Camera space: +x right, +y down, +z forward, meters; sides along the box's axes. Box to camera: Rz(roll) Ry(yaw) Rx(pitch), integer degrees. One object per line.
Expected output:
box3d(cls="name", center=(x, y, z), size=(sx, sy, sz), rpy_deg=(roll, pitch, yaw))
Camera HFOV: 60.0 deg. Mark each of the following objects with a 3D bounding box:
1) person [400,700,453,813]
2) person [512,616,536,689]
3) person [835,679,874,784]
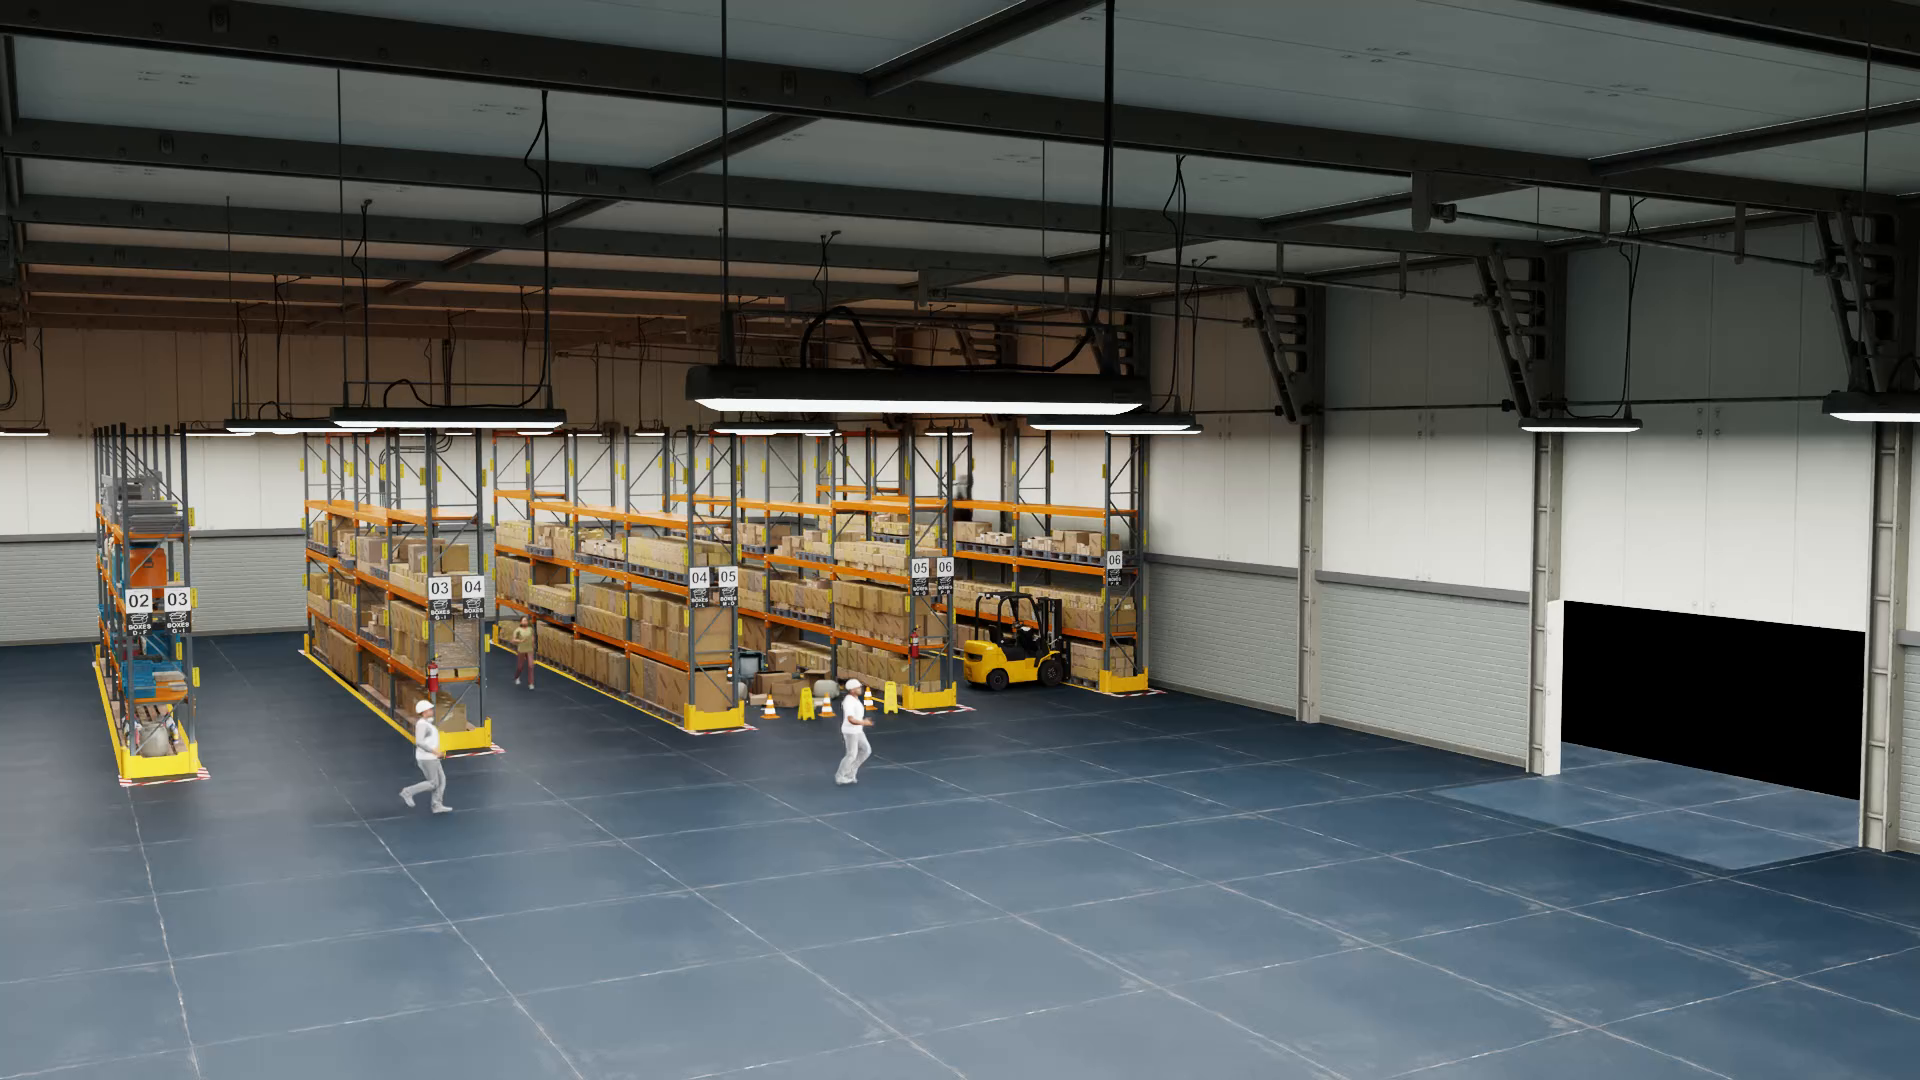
box3d(cls="person", center=(-8.149, 3.312, 25.380), size=(0.762, 1.738, 0.675), rpy_deg=(-1, 4, -12))
box3d(cls="person", center=(-9.979, 2.562, 38.125), size=(0.579, 1.647, 0.963), rpy_deg=(-2, 4, -32))
box3d(cls="person", center=(-1.731, 3.187, 27.528), size=(0.684, 1.781, 0.734), rpy_deg=(0, 3, 8))
